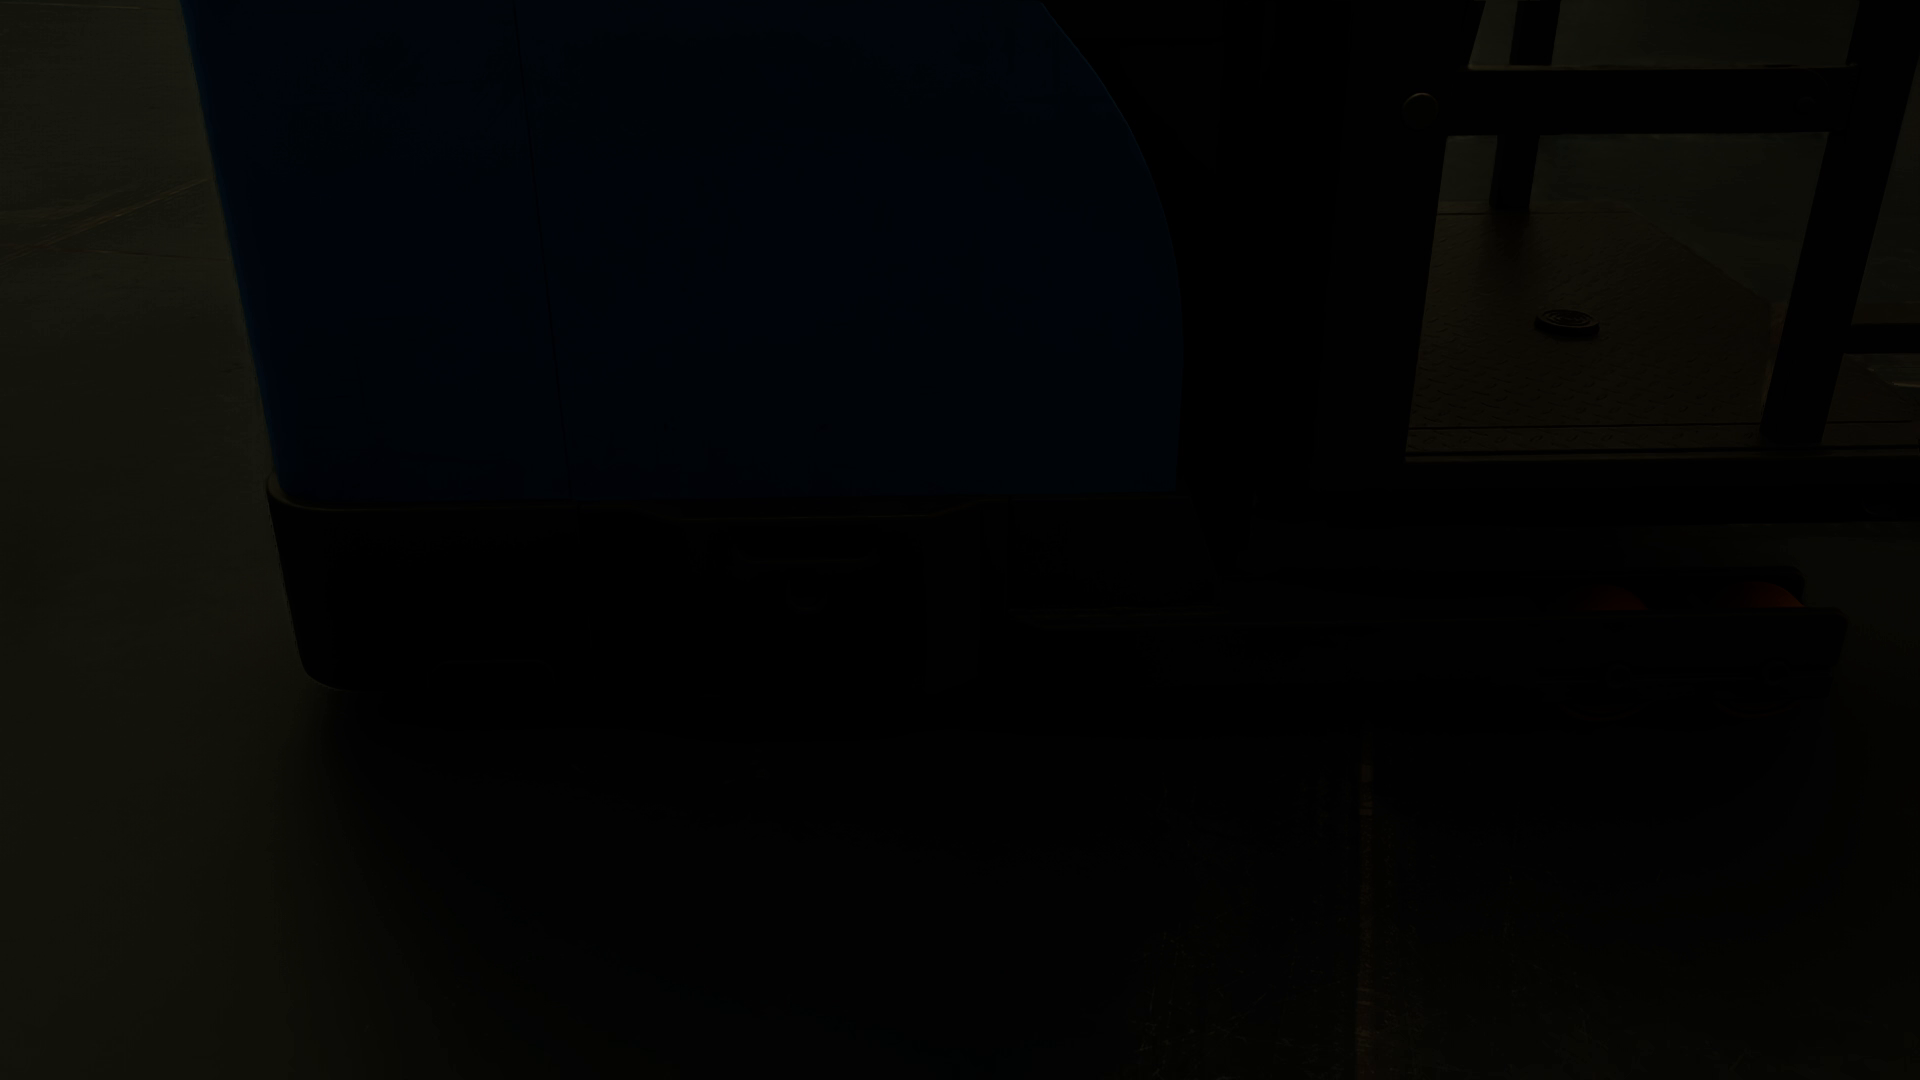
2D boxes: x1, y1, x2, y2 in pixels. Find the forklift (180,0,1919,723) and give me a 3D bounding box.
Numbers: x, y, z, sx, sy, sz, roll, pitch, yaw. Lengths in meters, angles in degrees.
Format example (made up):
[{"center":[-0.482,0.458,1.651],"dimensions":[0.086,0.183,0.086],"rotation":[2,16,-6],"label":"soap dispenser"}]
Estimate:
[{"center":[0.682,-1.323,1.868],"dimensions":[3.031,2.935,1.130],"rotation":[-1,27,-2],"label":"forklift"}]
